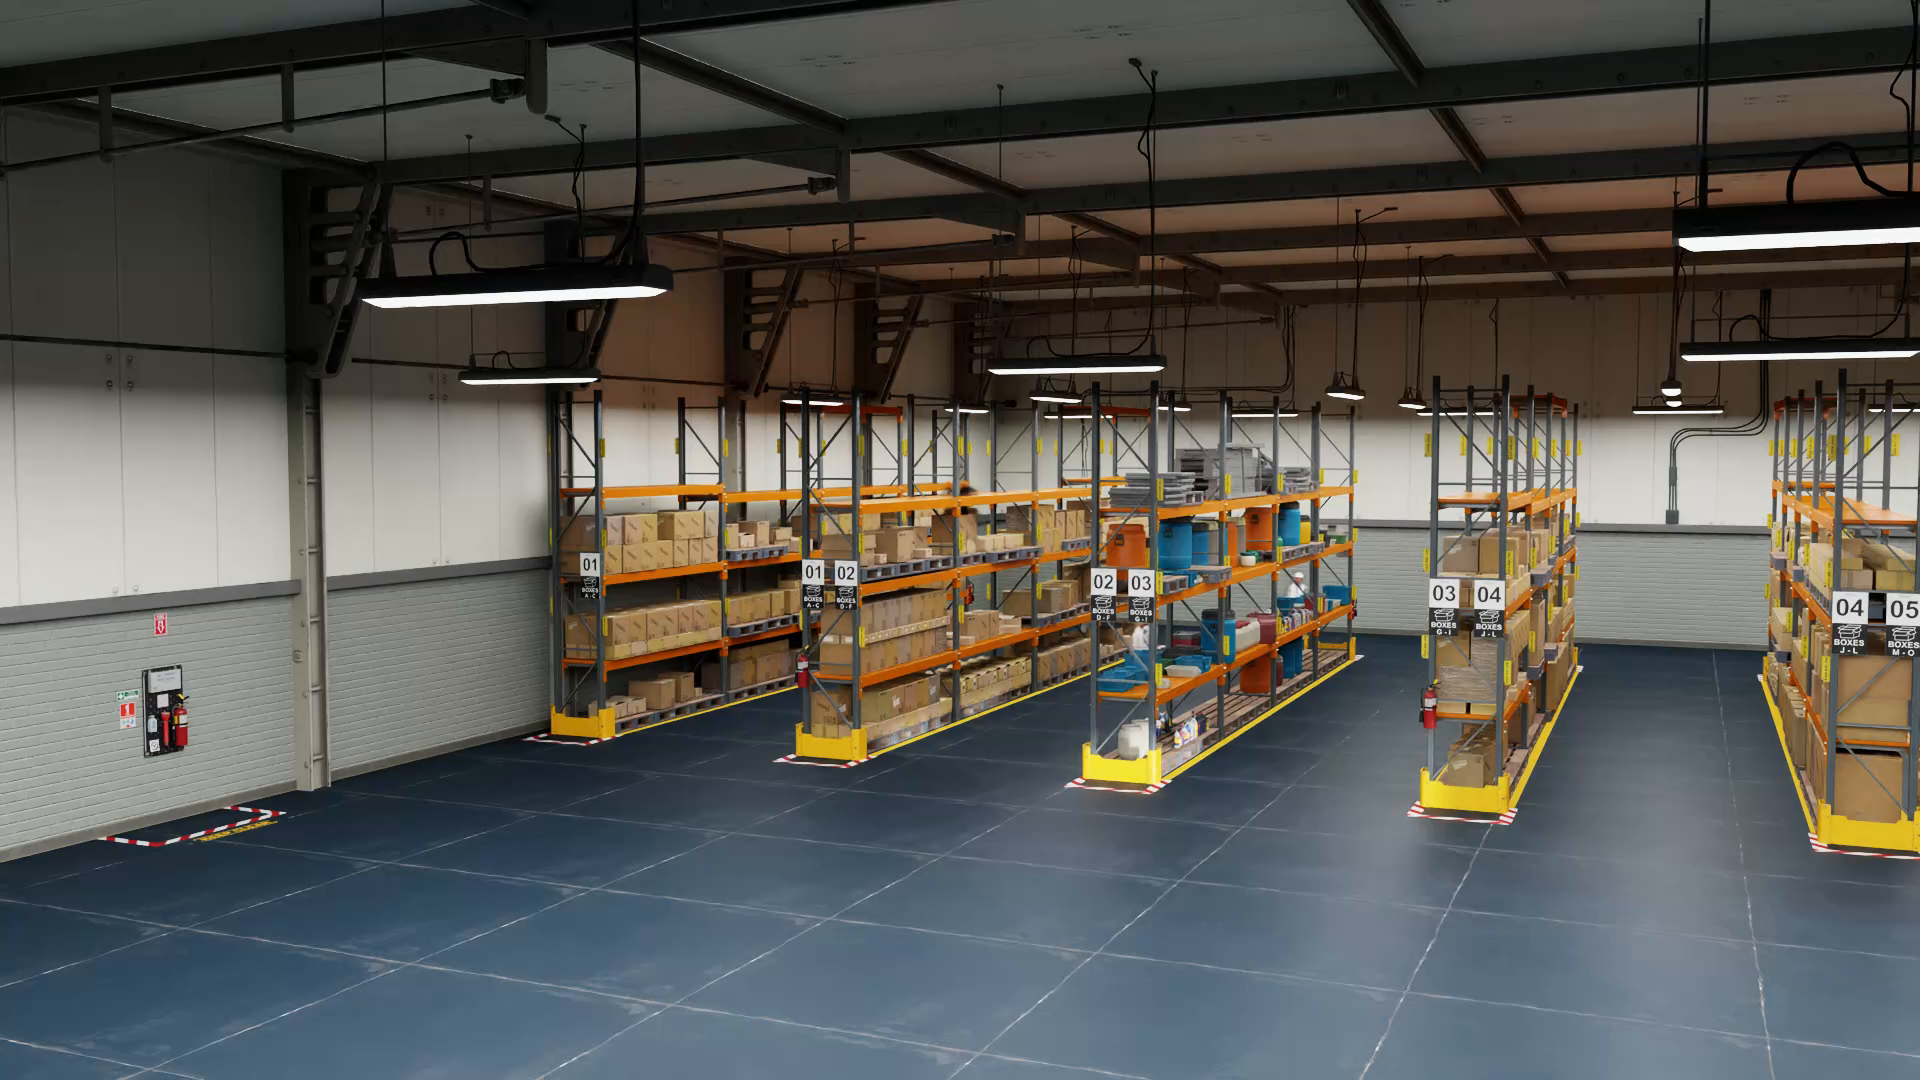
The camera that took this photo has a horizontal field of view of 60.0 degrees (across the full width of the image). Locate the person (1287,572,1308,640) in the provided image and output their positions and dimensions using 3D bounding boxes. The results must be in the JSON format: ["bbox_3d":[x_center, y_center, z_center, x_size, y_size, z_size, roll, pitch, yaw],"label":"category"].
[{"bbox_3d":[8.829,1.738,43.522,0.603,1.769,0.591,0,3,3],"label":"person"}]

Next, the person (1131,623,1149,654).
[{"bbox_3d":[3.714,2.321,33.898,0.475,1.606,0.952,1,3,18],"label":"person"}]

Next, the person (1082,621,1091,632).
[{"bbox_3d":[3.274,1.805,42.681,0.363,1.697,0.548,2,4,34],"label":"person"}]
